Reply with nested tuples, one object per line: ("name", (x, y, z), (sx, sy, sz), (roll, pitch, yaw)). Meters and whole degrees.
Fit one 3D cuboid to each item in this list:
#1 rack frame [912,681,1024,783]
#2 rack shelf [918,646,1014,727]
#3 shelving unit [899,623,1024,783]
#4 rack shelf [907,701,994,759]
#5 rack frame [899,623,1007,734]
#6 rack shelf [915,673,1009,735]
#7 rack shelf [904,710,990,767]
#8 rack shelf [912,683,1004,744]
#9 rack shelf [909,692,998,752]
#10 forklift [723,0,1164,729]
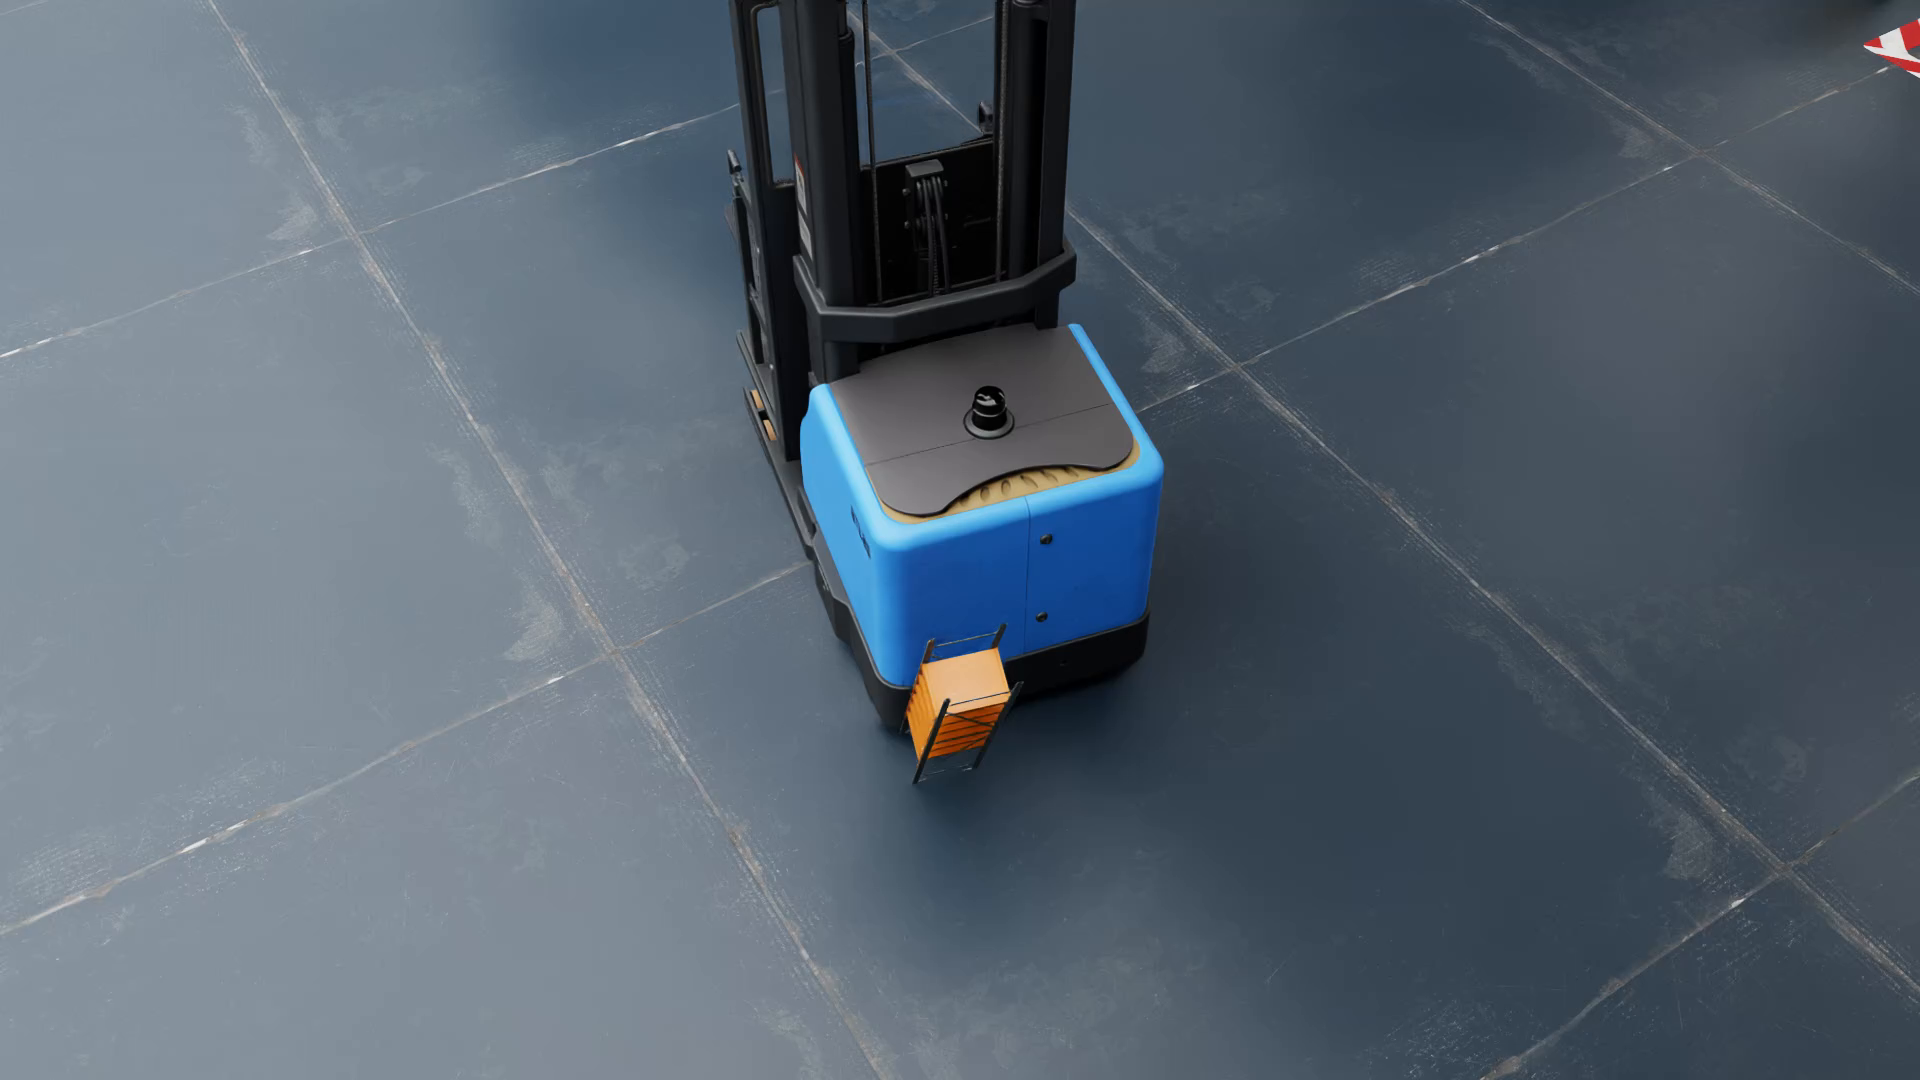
("rack frame", (0.007, 0.639, 5.382), (0.240, 1.200, 0.006), (-12, 72, -10))
("rack shelf", (0.017, 0.449, 5.114), (0.258, 0.103, 0.180), (-12, 72, -10))
("shelving unit", (-0.016, 0.555, 5.410), (0.258, 1.200, 0.189), (-12, 72, -10))
("rack shelf", (-0.033, 0.610, 5.564), (0.258, 0.103, 0.180), (-12, 72, -10))
("rack frame", (-0.039, 0.471, 5.437), (0.240, 1.200, 0.006), (-12, 72, -10))
("rack shelf", (0.004, 0.490, 5.227), (0.258, 0.103, 0.180), (-12, 72, -10))
("rack shelf", (-0.046, 0.650, 5.676), (0.258, 0.103, 0.180), (-12, 72, -10))
("rack shelf", (-0.008, 0.530, 5.339), (0.258, 0.103, 0.180), (-12, 72, -10))
("rack shelf", (-0.021, 0.570, 5.452), (0.258, 0.103, 0.180), (-12, 72, -10))
("forklift", (-0.278, -1.420, 5.997), (1.130, 2.935, 3.031), (-15, 50, -13))
